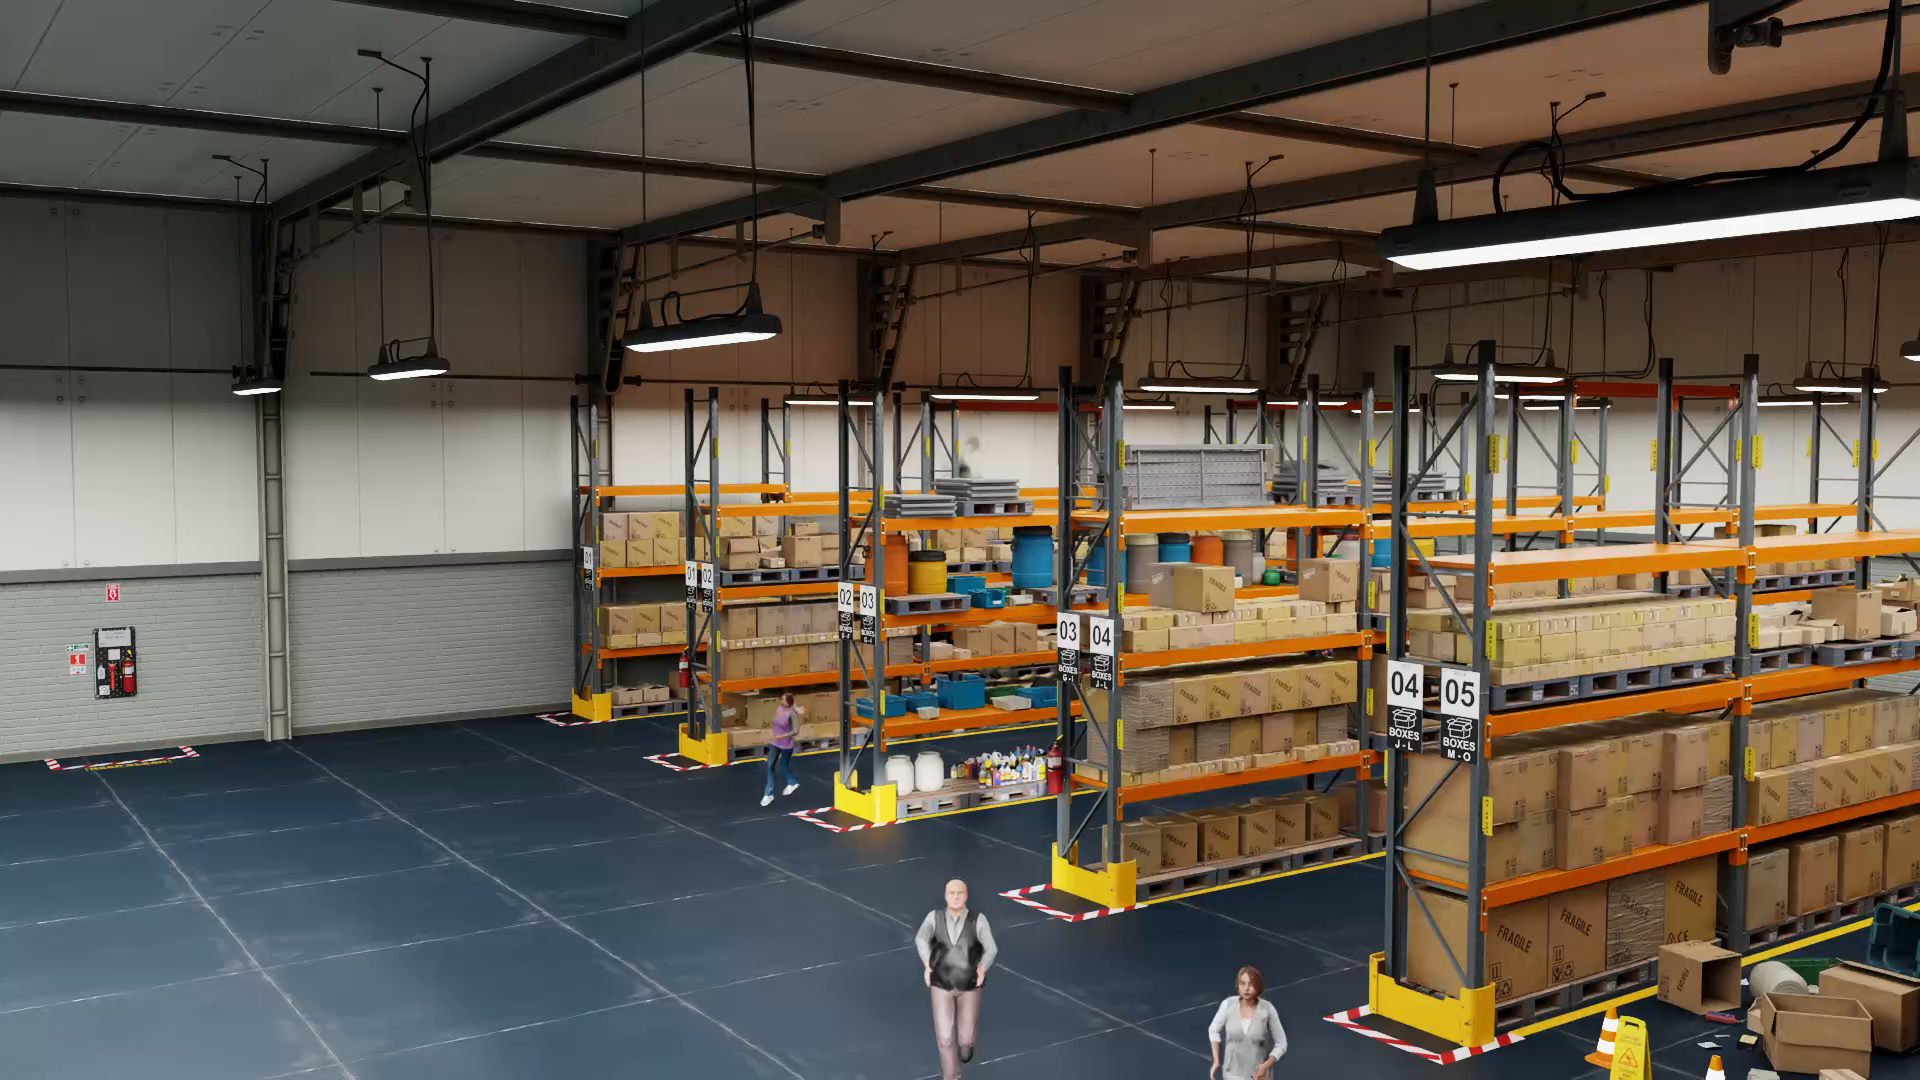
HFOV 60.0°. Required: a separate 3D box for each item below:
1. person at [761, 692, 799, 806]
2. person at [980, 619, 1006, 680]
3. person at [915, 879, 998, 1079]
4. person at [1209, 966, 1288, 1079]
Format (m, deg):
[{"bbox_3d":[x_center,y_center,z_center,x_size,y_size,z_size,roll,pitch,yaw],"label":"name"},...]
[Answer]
[{"bbox_3d":[-2.477,2.952,23.691,0.548,1.598,0.759,2,4,32],"label":"person"},{"bbox_3d":[0.691,2.166,32.501,0.633,1.654,0.602,-2,4,-30],"label":"person"},{"bbox_3d":[-0.033,3.535,13.180,0.662,1.710,0.819,0,3,2],"label":"person"},{"bbox_3d":[1.973,3.707,11.449,0.549,1.555,0.537,1,4,14],"label":"person"}]
